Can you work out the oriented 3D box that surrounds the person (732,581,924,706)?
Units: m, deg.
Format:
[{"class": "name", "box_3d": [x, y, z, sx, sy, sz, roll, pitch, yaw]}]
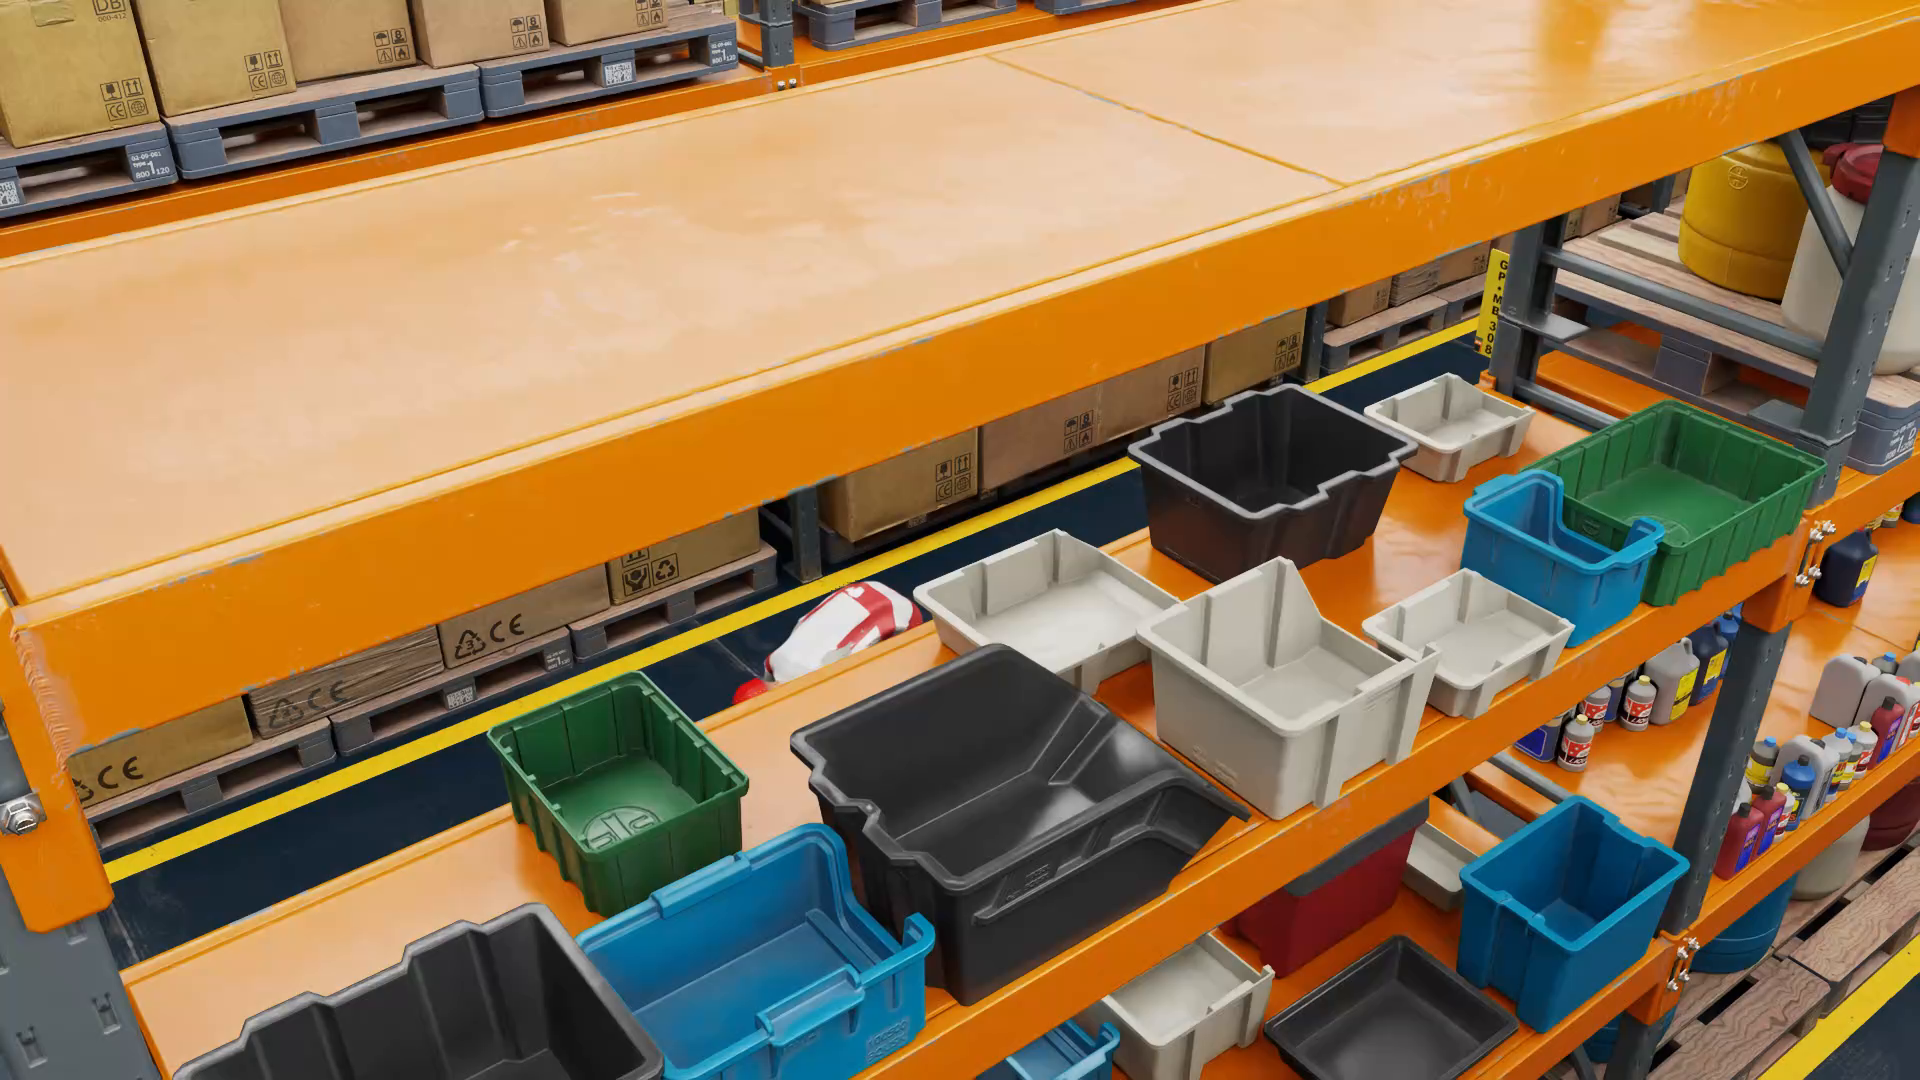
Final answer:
[{"class": "person", "box_3d": [-0.585, 0.735, 7.351, 0.948, 0.983, 0.530, -24, 39, -34]}]
